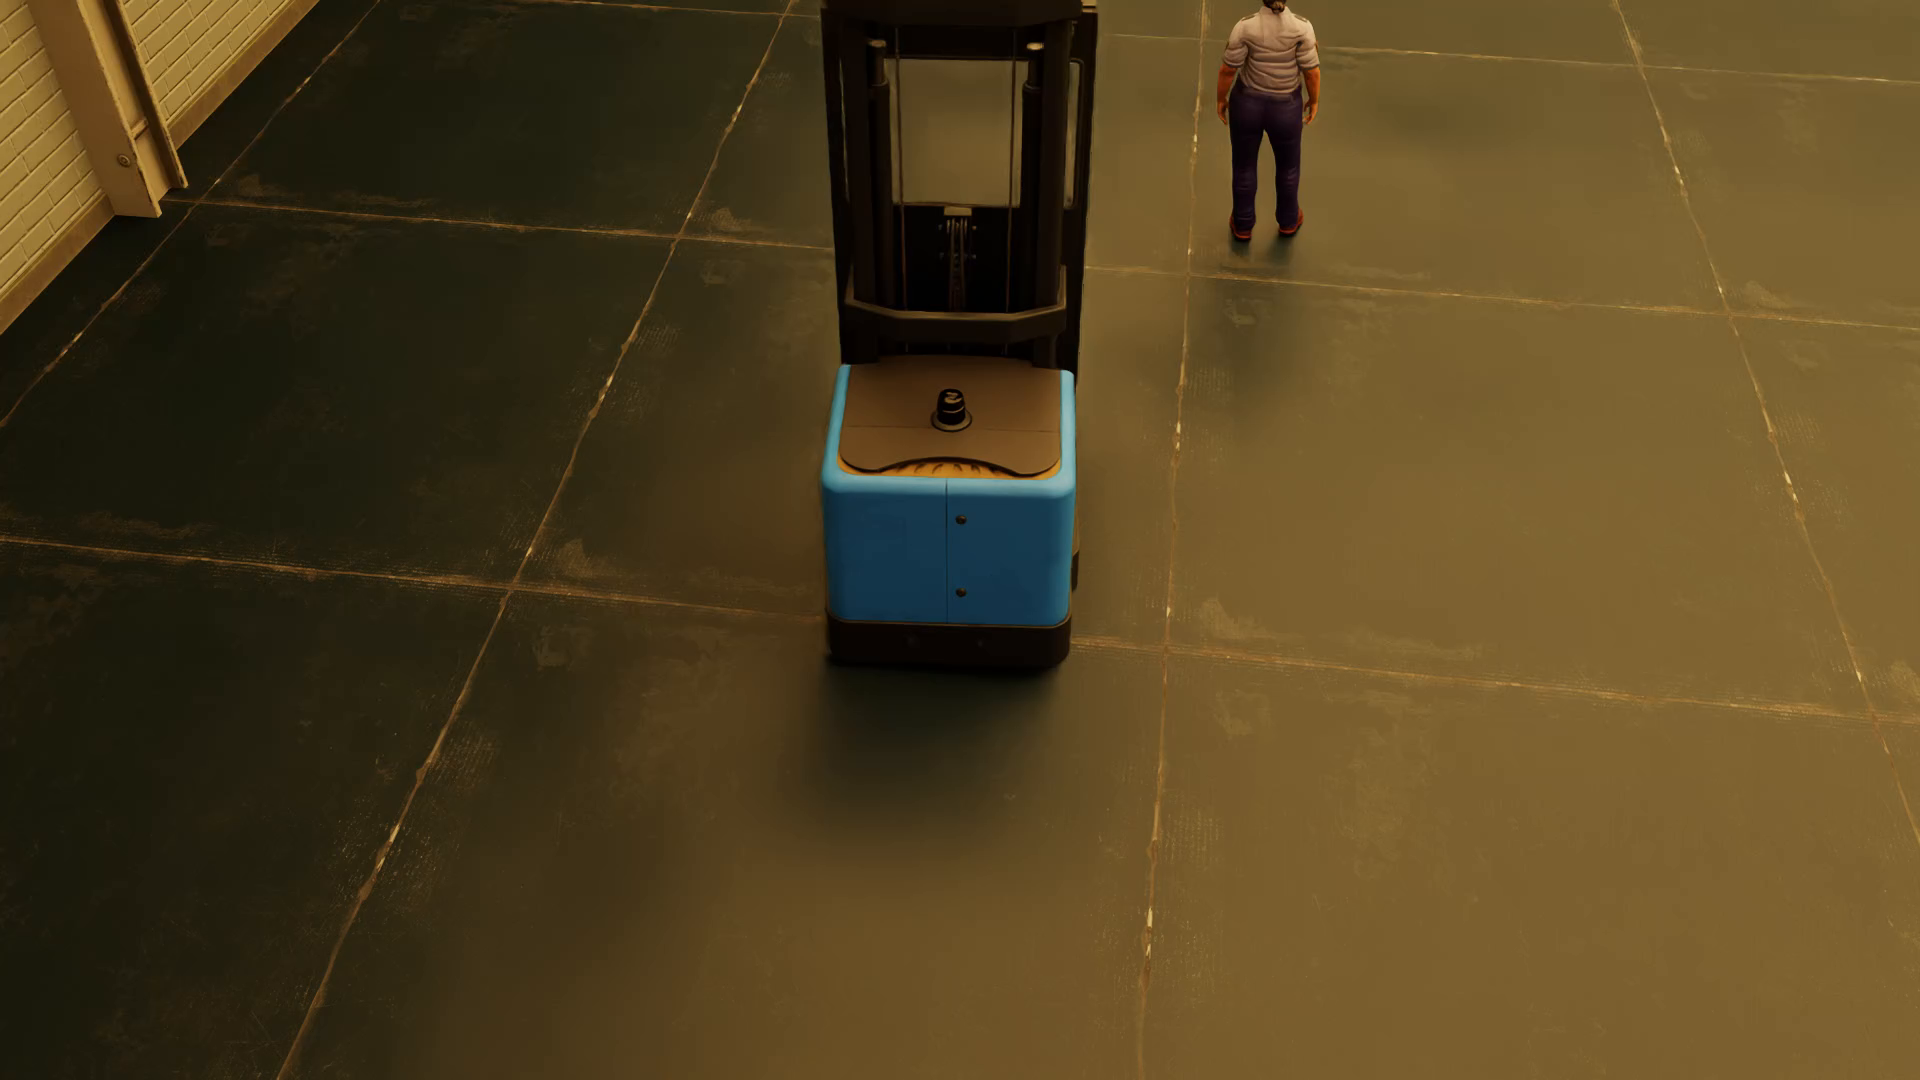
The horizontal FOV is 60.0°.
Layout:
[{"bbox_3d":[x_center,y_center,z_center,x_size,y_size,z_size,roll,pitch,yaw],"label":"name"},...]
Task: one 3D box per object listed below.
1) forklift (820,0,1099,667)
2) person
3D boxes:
[{"bbox_3d":[0.009,-1.512,7.371,1.130,2.935,3.031,2,43,2],"label":"forklift"},{"bbox_3d":[1.737,-2.456,9.337,0.594,1.651,0.500,7,43,8],"label":"person"}]
